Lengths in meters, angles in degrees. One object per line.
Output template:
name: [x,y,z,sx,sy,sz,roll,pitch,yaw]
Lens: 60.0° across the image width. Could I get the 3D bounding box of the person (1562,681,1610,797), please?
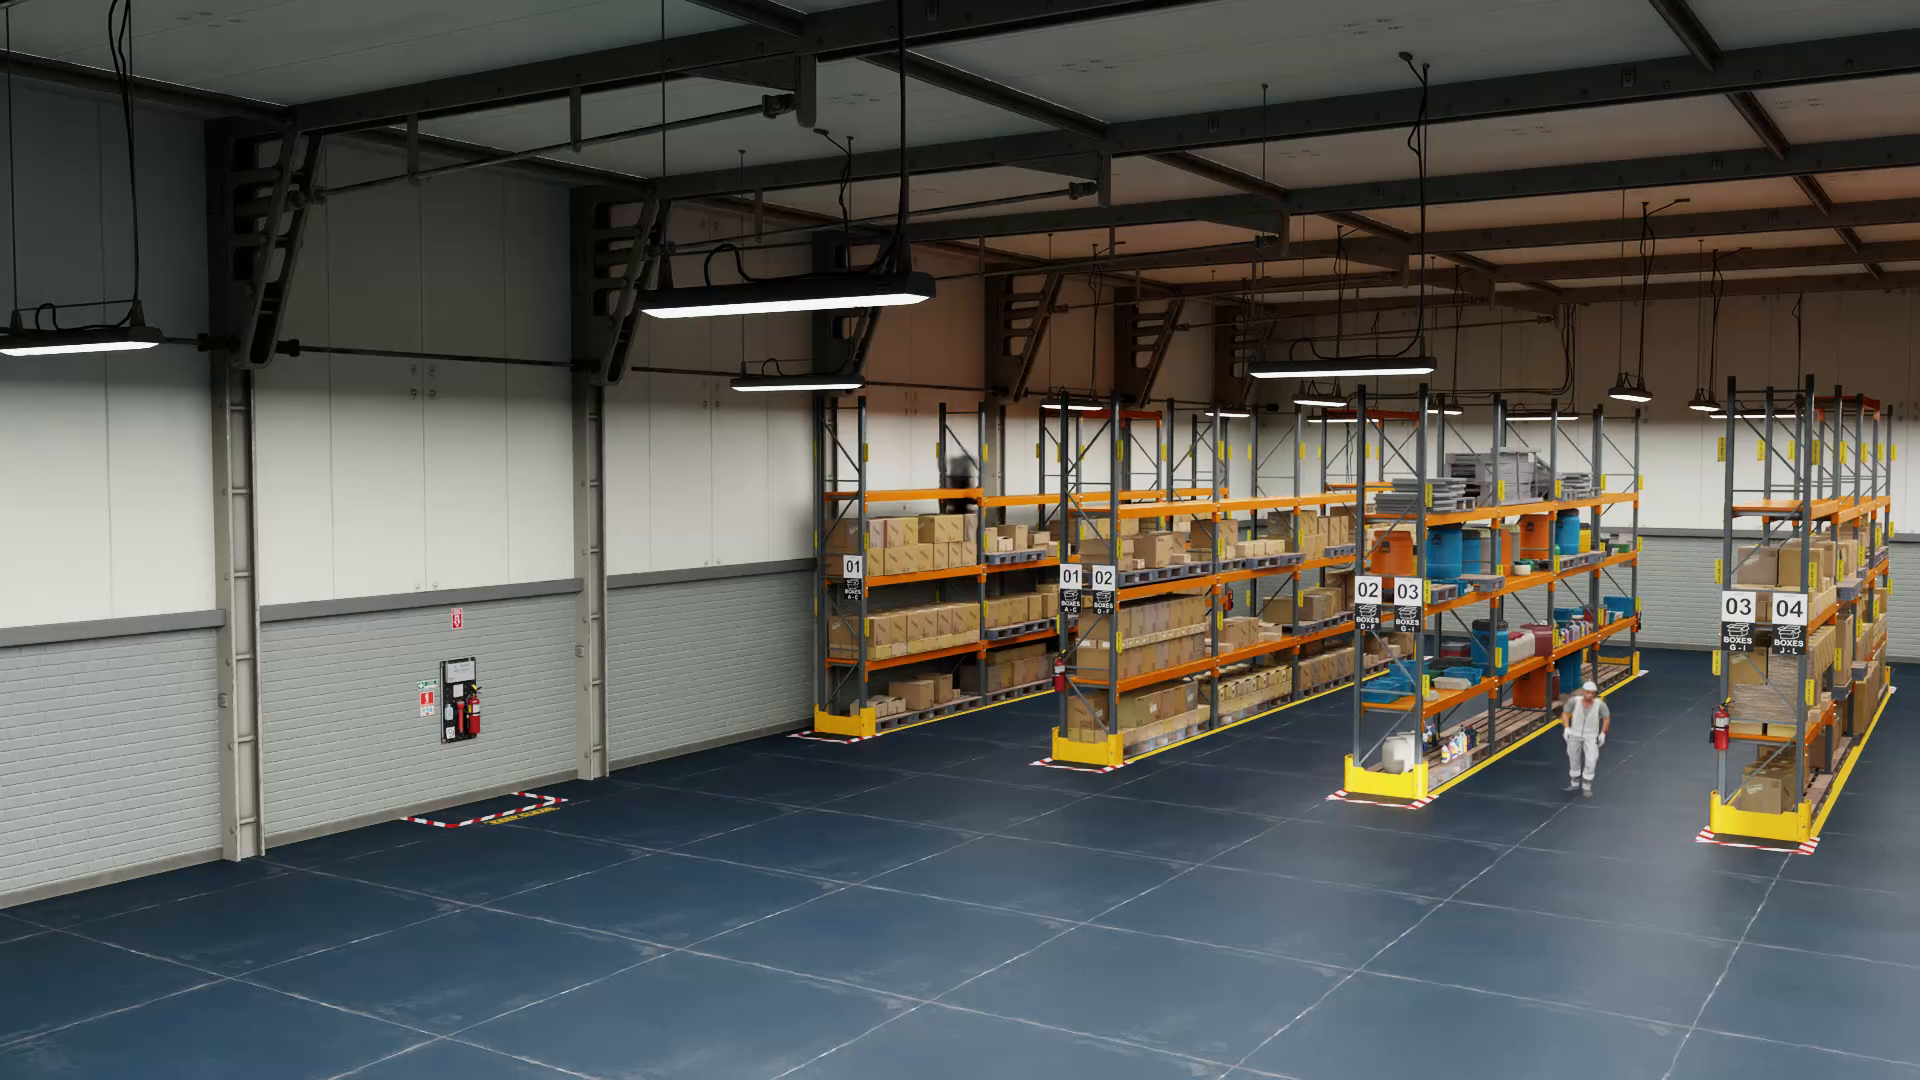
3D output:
person: [9.124,2.880,24.261,0.652,1.710,0.688,2,3,29]
